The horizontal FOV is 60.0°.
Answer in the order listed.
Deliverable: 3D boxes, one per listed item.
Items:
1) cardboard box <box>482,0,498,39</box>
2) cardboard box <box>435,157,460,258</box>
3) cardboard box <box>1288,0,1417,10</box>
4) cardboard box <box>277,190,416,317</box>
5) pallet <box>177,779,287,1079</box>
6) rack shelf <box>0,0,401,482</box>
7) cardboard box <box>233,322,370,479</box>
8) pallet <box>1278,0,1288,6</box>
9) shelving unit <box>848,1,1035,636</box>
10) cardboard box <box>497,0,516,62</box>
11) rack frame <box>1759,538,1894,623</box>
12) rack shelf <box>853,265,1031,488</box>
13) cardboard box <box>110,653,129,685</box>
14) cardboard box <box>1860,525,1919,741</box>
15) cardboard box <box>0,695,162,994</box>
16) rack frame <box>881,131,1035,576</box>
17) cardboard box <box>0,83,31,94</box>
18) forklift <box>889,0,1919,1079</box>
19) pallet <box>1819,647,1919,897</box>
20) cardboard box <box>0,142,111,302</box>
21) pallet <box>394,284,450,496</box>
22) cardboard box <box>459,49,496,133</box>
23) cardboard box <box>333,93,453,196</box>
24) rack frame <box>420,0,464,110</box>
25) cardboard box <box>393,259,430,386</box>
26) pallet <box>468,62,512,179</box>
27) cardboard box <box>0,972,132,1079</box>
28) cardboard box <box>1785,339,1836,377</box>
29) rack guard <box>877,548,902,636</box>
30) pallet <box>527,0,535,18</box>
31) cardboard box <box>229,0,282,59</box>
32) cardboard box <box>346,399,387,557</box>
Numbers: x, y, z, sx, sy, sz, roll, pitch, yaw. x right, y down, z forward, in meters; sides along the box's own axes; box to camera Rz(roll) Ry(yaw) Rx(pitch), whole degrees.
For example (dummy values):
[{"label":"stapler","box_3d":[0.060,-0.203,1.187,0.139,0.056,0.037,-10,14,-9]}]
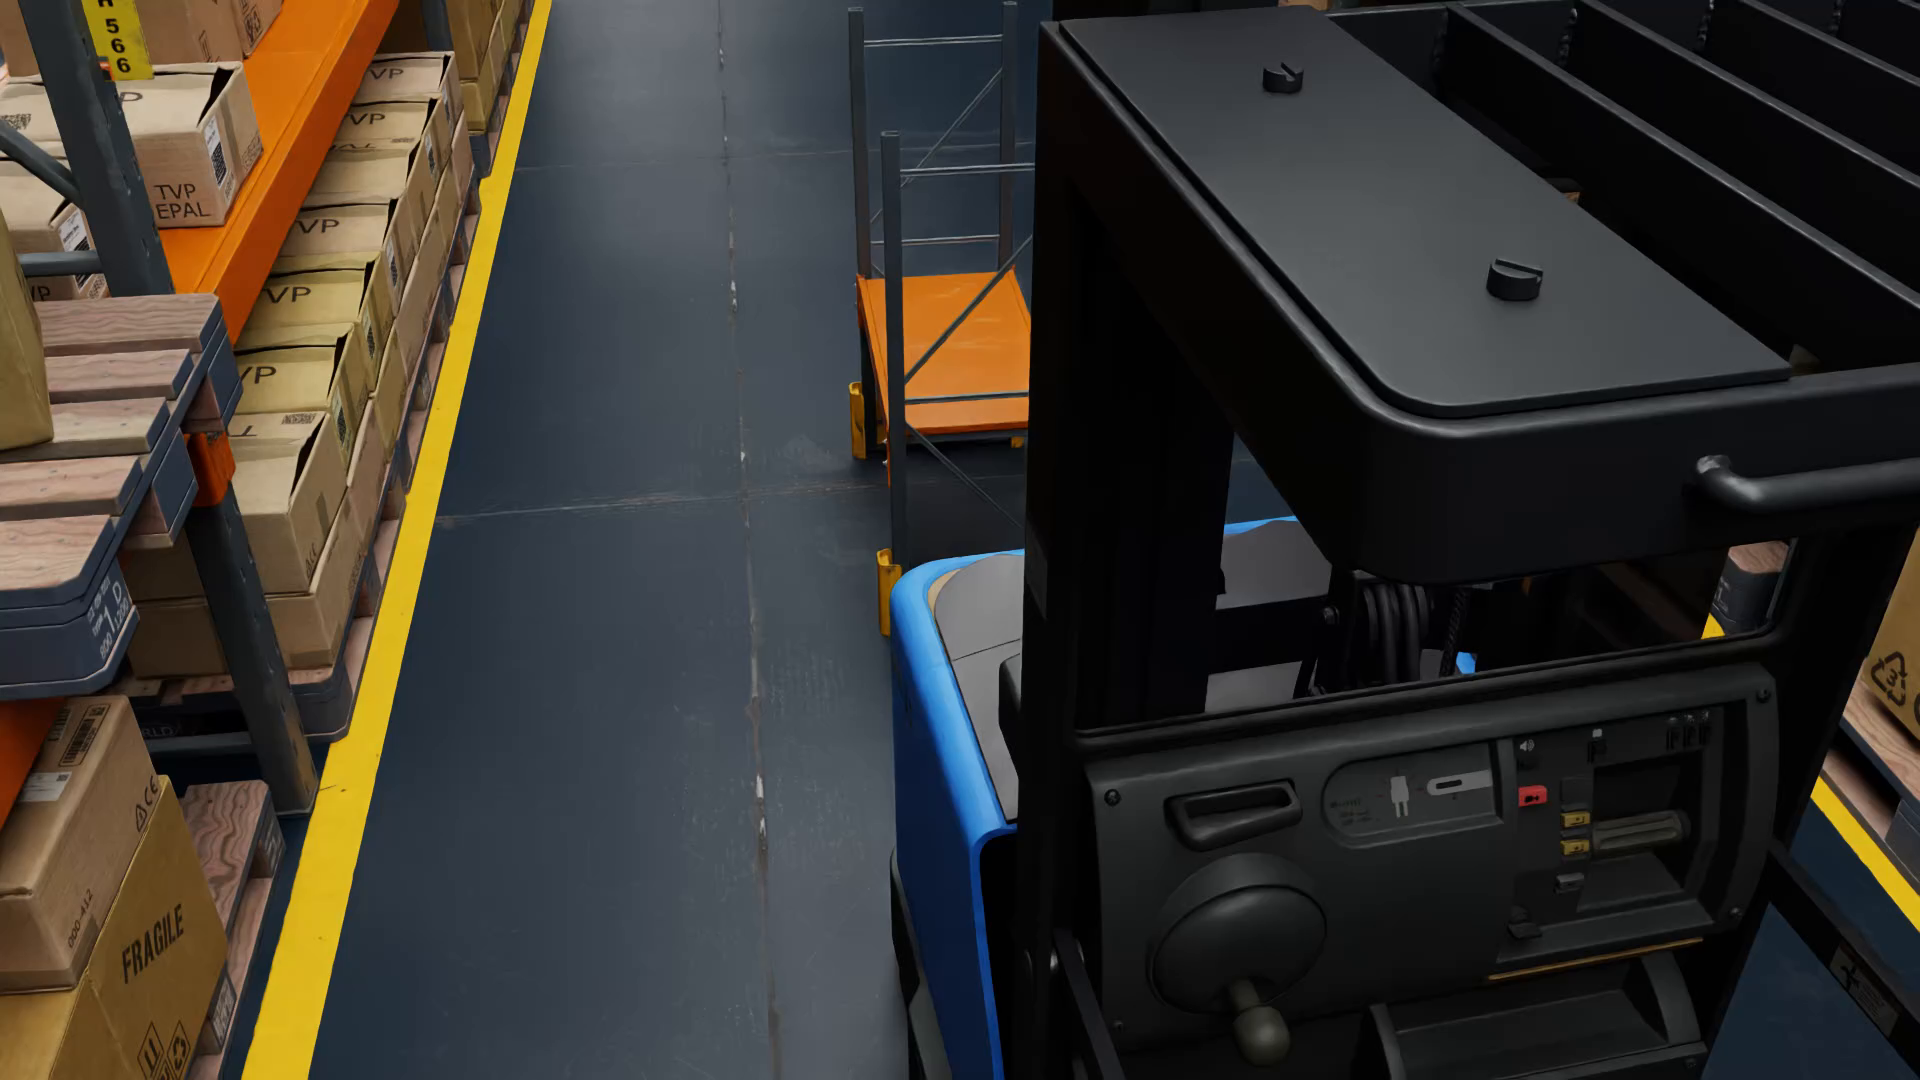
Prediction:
[{"label":"cardboard box","box_3d":[-2.516,-2.675,7.915,0.500,0.500,0.500,-4,35,-6]},{"label":"cardboard box","box_3d":[-2.279,-1.313,6.581,0.500,0.250,0.500,-5,35,-7]},{"label":"cardboard box","box_3d":[2.040,-2.870,8.626,0.500,0.500,0.500,-7,35,-10]},{"label":"cardboard box","box_3d":[-2.145,-0.983,5.599,0.500,0.311,0.500,-5,35,-7]},{"label":"pallet","box_3d":[-2.088,1.037,3.541,1.003,0.211,1.213,-4,35,-6]},{"label":"rack shelf","box_3d":[-2.420,-1.354,5.212,1.077,0.370,4.000,-4,35,-6]},{"label":"cardboard box","box_3d":[-2.009,-0.411,4.761,0.500,0.311,0.500,-5,35,-8]},{"label":"pallet","box_3d":[1.927,-3.047,9.533,1.003,0.211,1.213,-4,35,-6]},{"label":"shelving unit","box_3d":[-0.010,-0.662,4.890,0.587,1.500,1.083,-4,35,-6]},{"label":"cardboard box","box_3d":[-2.575,-2.645,8.537,0.500,0.250,0.500,-4,35,-6]},{"label":"rack frame","box_3d":[2.758,-0.912,3.925,1.000,3.000,0.127,-4,35,-6]},{"label":"rack shelf","box_3d":[-0.011,-0.519,4.999,0.538,0.185,1.000,-4,35,-6]},{"label":"cardboard box","box_3d":[-2.463,0.152,4.431,0.500,0.250,0.500,-4,34,-5]},{"label":"cardboard box","box_3d":[2.726,0.223,3.796,0.750,0.750,0.750,-5,35,-7]},{"label":"cardboard box","box_3d":[-1.780,0.541,2.955,0.500,0.250,0.500,-3,34,-5]},{"label":"rack frame","box_3d":[0.057,-0.384,4.481,0.500,1.500,0.032,-4,35,-6]},{"label":"cardboard box","box_3d":[-2.378,-1.139,4.480,0.380,0.149,0.250,-2,34,-3]},{"label":"forklift","box_3d":[0.667,0.473,1.953,1.130,2.935,3.031,-7,35,-10]},{"label":"pallet","box_3d":[2.789,0.686,4.057,1.003,0.211,1.213,-4,35,-6]},{"label":"cardboard box","box_3d":[-2.156,-0.705,3.699,0.500,0.311,0.500,-2,34,-3]},{"label":"pallet","box_3d":[-2.383,-0.525,5.832,1.003,0.211,1.213,-4,35,-6]},{"label":"cardboard box","box_3d":[-2.451,-2.086,7.717,0.500,0.250,0.500,-4,35,-6]},{"label":"cardboard box","box_3d":[-2.274,-1.542,6.420,0.500,0.311,0.500,-3,34,-5]},{"label":"rack frame","box_3d":[-2.689,-2.767,6.647,1.000,3.000,0.127,-4,35,-6]},{"label":"cardboard box","box_3d":[-2.143,-0.743,5.746,0.500,0.250,0.500,-4,34,-5]},{"label":"pallet","box_3d":[-2.754,-2.062,8.088,1.003,0.211,1.213,-4,35,-6]},{"label":"cardboard box","box_3d":[-1.723,1.109,2.788,0.500,0.500,0.500,-6,35,-8]},{"label":"cardboard box","box_3d":[2.609,-0.459,5.089,0.700,0.500,0.500,-4,34,-6]},{"label":"rack guard","box_3d":[0.057,0.132,4.834,0.587,0.250,0.087,-4,35,-6]},{"label":"pallet","box_3d":[-3.082,-3.424,10.086,1.003,0.211,1.213,-4,35,-6]},{"label":"cardboard box","box_3d":[-2.463,-1.805,5.147,0.500,0.500,0.500,-4,35,-6]},{"label":"cardboard box","box_3d":[-1.999,-0.167,4.901,0.500,0.250,0.500,-5,35,-8]}]
